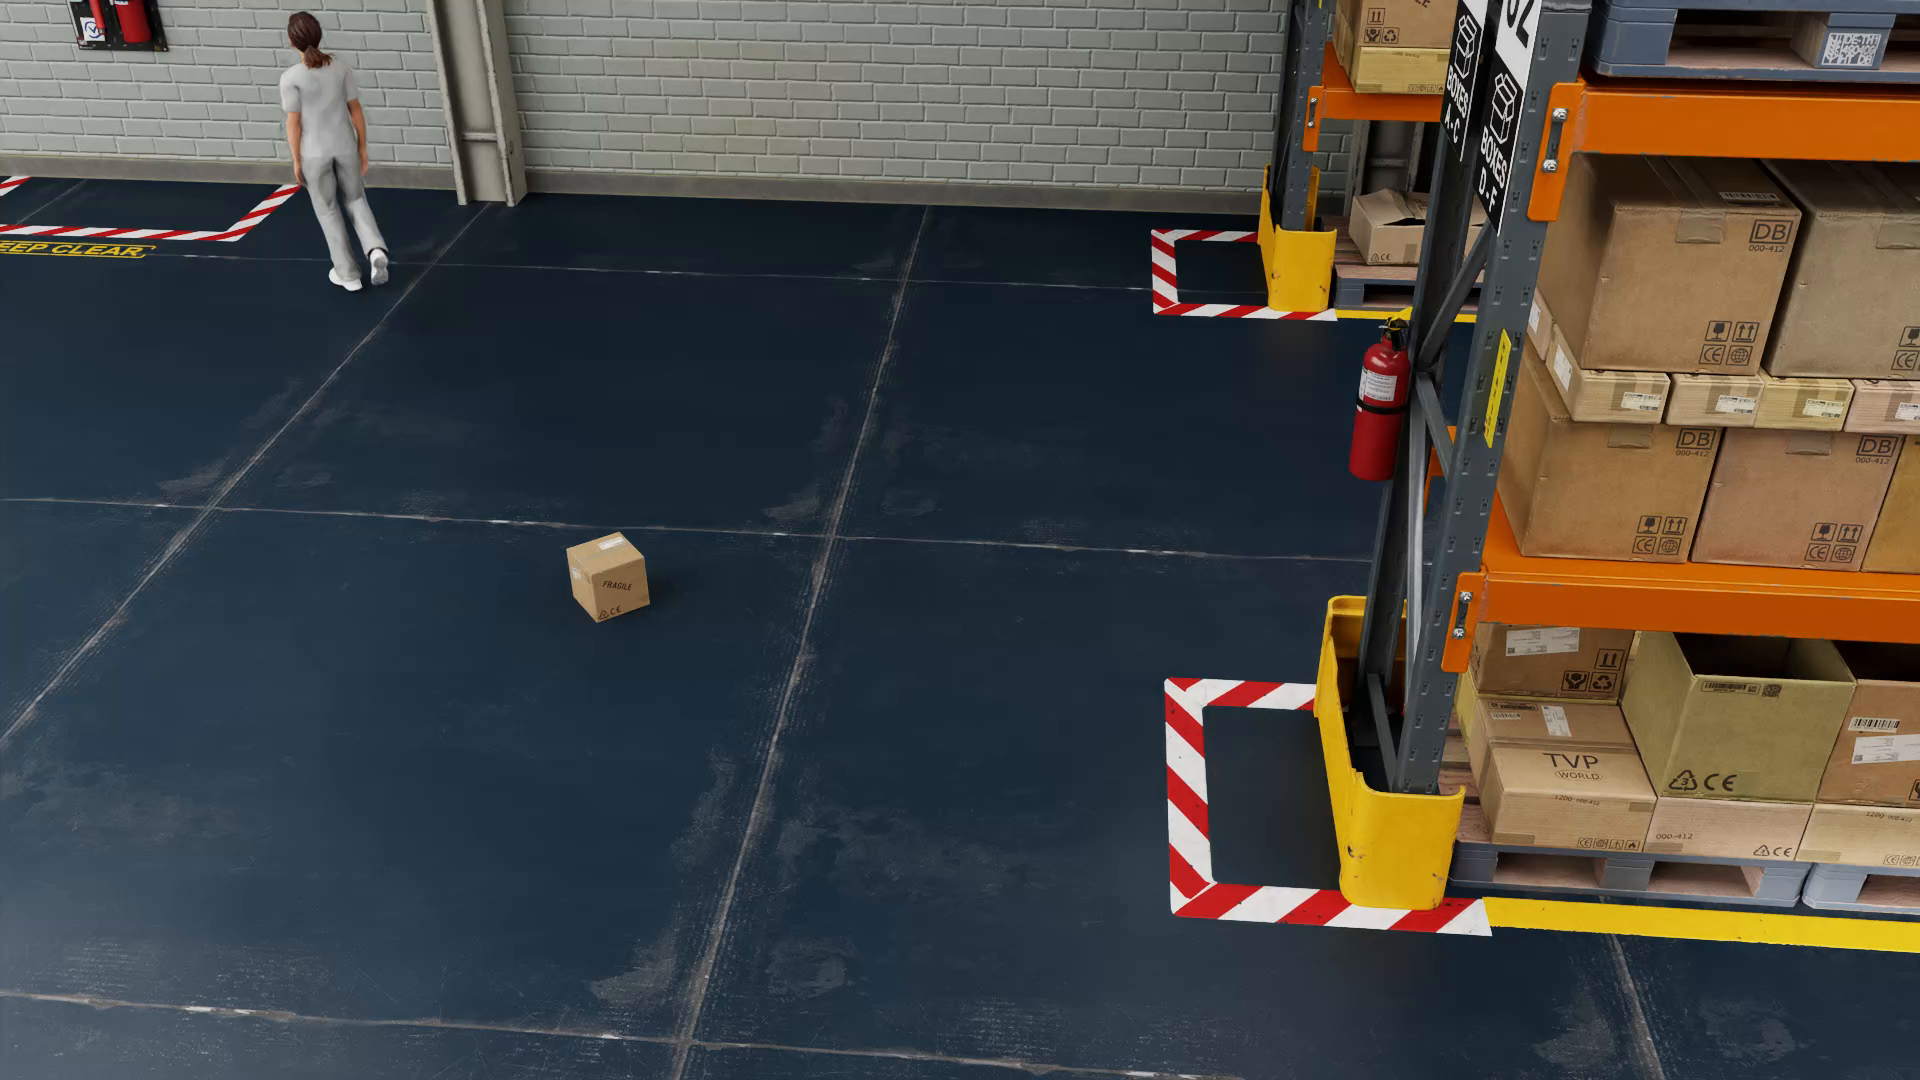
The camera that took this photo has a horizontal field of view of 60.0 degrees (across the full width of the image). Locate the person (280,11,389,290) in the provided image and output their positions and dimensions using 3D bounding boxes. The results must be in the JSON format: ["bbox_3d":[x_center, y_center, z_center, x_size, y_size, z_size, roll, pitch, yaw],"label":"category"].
[{"bbox_3d":[-3.642,-2.225,9.650,0.444,1.661,0.573,-23,39,-32],"label":"person"}]
